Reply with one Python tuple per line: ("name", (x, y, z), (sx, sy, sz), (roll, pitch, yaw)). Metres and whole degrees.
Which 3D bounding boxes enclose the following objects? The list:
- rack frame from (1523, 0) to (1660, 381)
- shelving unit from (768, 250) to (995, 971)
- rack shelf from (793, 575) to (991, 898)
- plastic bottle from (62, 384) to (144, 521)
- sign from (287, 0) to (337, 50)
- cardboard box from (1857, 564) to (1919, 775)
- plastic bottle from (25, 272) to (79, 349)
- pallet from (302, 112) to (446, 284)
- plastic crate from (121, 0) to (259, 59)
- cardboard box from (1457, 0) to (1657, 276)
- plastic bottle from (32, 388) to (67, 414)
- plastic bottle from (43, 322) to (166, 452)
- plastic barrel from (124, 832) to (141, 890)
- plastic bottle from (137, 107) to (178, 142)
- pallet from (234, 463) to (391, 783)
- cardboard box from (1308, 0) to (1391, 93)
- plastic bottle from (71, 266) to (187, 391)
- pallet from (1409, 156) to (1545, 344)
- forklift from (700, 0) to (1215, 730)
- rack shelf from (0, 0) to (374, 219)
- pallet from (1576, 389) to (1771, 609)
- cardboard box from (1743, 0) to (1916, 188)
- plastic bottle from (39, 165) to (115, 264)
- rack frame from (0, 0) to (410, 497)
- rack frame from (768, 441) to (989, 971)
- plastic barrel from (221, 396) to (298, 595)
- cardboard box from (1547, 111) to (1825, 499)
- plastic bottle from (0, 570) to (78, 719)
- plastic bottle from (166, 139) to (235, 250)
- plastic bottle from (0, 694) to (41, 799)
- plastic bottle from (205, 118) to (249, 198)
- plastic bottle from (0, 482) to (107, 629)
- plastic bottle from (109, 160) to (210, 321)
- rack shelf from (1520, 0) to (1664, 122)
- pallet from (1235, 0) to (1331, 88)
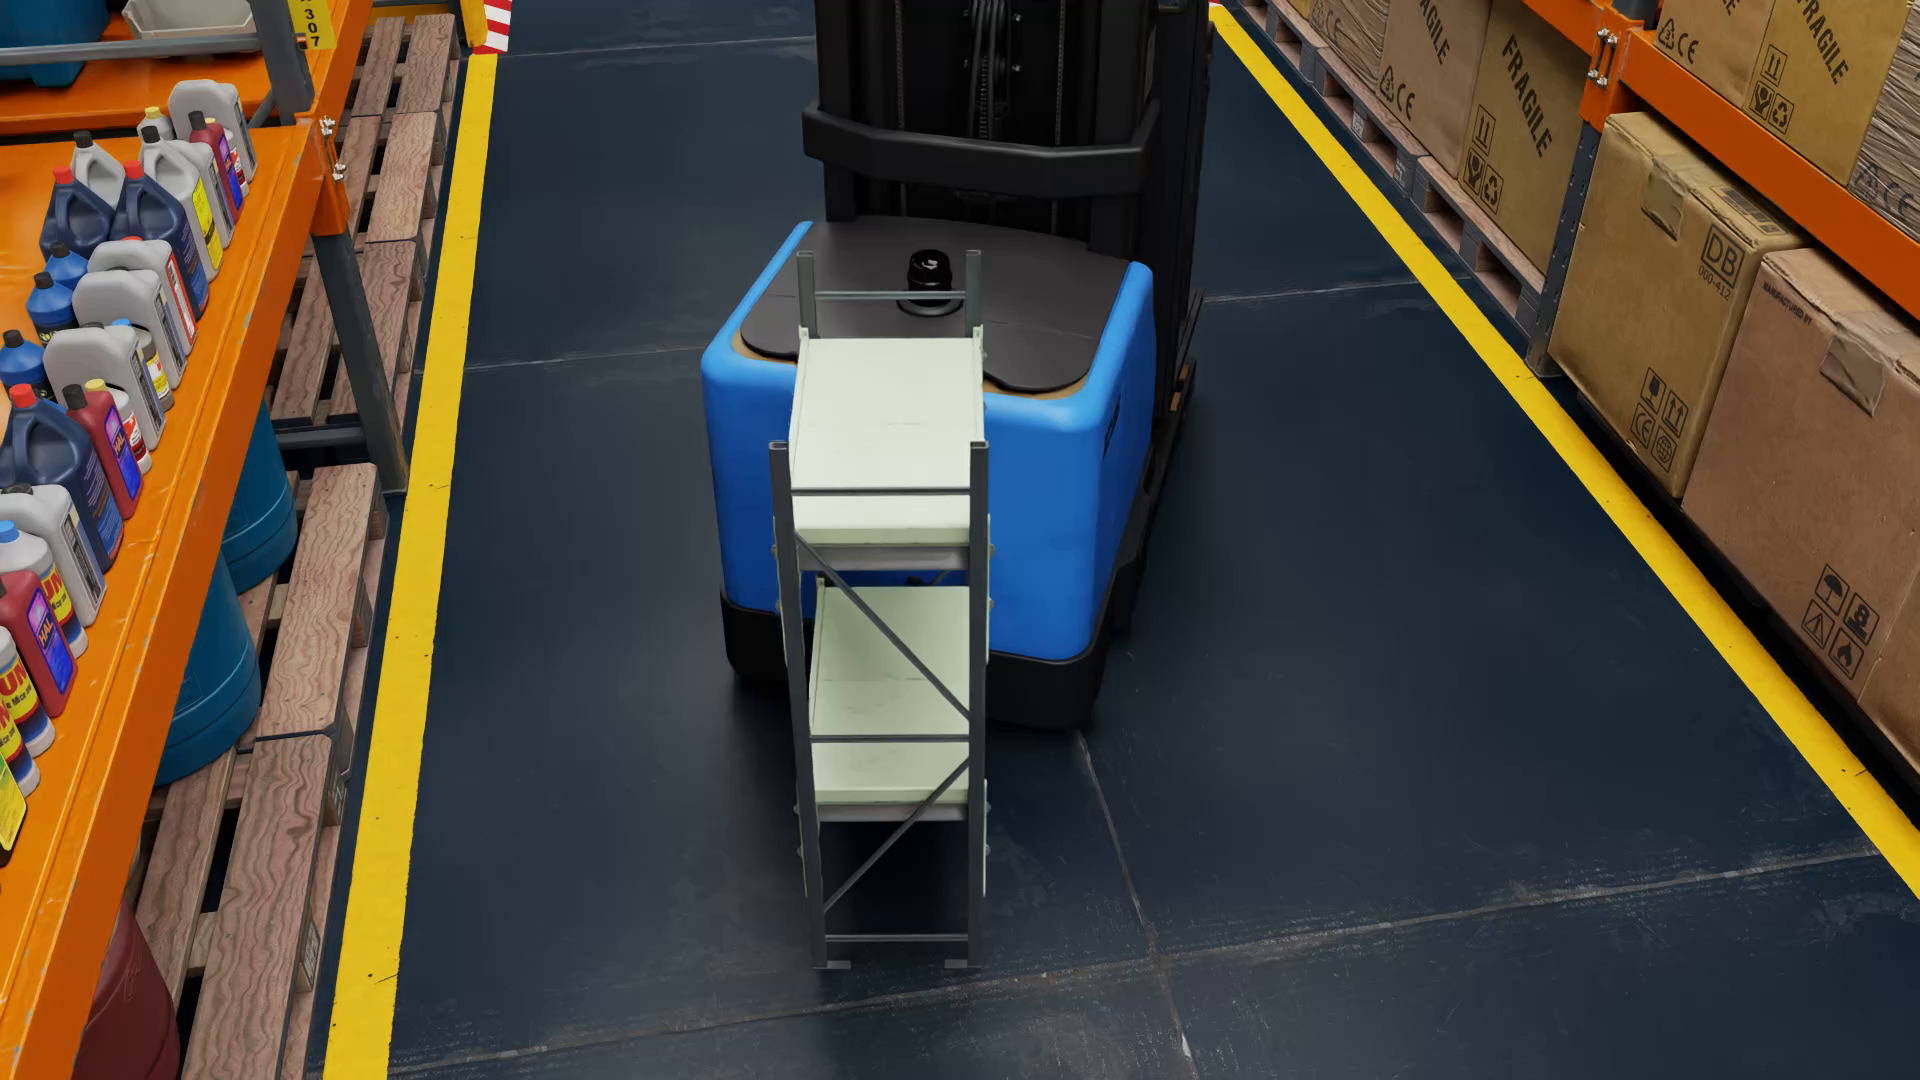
("rack frame", (2.565, -1.849, 5.185), (1.000, 3.000, 0.127), (-6, 38, -8))
("shelving unit", (-0.151, 0.195, 3.777), (0.431, 1.500, 0.755), (0, 38, 0))
("rack shelf", (-0.151, 0.452, 3.977), (0.431, 0.370, 0.720), (0, 38, 0))
("plastic bottle", (-1.622, -0.185, 3.139), (0.061, 0.283, 0.133), (-6, 38, -8))
("sign", (-1.770, -1.483, 4.489), (0.100, 0.325, 0.005), (-6, 38, -8))
("cardboard box", (3.017, 0.282, 3.831), (1.225, 0.875, 0.875), (-6, 38, -8))
("plastic bottle", (-1.868, -0.431, 3.464), (0.097, 0.271, 0.097), (0, 38, 0))
("pallet", (-2.696, -1.393, 6.871), (1.003, 0.211, 1.213), (-6, 38, -8))
("plastic crate", (-2.252, -1.532, 4.943), (0.396, 0.136, 0.243), (-6, 38, -8))
("cardboard box", (2.528, -1.583, 6.232), (0.875, 0.875, 0.875), (-6, 38, -8))
("plastic bottle", (-1.697, -0.161, 3.117), (0.097, 0.271, 0.097), (0, 38, 0))
("plastic bottle", (-1.707, -0.317, 3.314), (0.152, 0.276, 0.135), (-6, 38, -8))
("plastic barrel", (-2.098, 0.609, 3.706), (0.421, 0.512, 0.421), (0, 38, 0))
("plastic bottle", (-2.044, -1.010, 4.267), (0.097, 0.201, 0.097), (0, 38, 0))
("pallet", (-2.217, 0.256, 4.749), (1.003, 0.211, 1.213), (-6, 38, -8))
("cardboard box", (2.214, -2.664, 7.624), (0.875, 0.875, 0.875), (-6, 38, -8))
("plastic bottle", (-1.748, -0.457, 3.495), (0.152, 0.276, 0.135), (-6, 38, -8))
("pallet", (2.509, -1.215, 6.642), (1.003, 0.211, 1.213), (-6, 38, -8))
("forklift", (0.206, -1.555, 4.862), (1.130, 2.935, 3.031), (9, 39, 12))
("rack shelf", (-2.662, -2.240, 6.275), (1.077, 0.370, 4.000), (-6, 38, -8))
("pallet", (2.774, -0.290, 5.451), (1.003, 0.211, 1.213), (-6, 38, -8))
("cardboard box", (2.488, -1.280, 4.371), (0.500, 0.500, 0.500), (-6, 38, -8))
("plastic bottle", (-1.938, -0.649, 3.681), (0.144, 0.351, 0.185), (-6, 38, -8))
("rack frame", (-2.311, -1.316, 4.499), (1.000, 3.000, 0.127), (-6, 38, -8))
("rack frame", (-0.148, 0.419, 3.488), (0.400, 1.500, 0.023), (0, 38, 0))
("plastic barrel", (-2.233, -0.323, 4.589), (0.600, 0.901, 0.708), (-6, 38, -8))
("cardboard box", (2.697, -0.791, 5.213), (1.225, 0.875, 0.875), (-6, 38, -8))
("plastic bottle", (-1.525, 0.147, 2.711), (0.061, 0.283, 0.133), (-6, 38, -8))
("plastic bottle", (-1.860, -0.843, 3.991), (0.152, 0.276, 0.135), (-6, 38, -8))
("plastic bottle", (-1.506, 0.282, 2.547), (0.097, 0.271, 0.097), (0, 38, 0))
("plastic bottle", (-1.877, -0.967, 4.212), (0.097, 0.201, 0.097), (0, 38, 0))
("plastic bottle", (-1.611, 0.015, 2.887), (0.152, 0.276, 0.135), (-6, 38, -8))
("plastic bottle", (-1.796, -0.665, 3.701), (0.144, 0.351, 0.185), (-6, 38, -8))
("rack shelf", (2.214, -2.773, 6.960), (1.077, 0.370, 4.000), (-6, 38, -8))
("pallet", (2.081, -2.689, 8.539), (1.003, 0.211, 1.213), (-6, 38, -8))
